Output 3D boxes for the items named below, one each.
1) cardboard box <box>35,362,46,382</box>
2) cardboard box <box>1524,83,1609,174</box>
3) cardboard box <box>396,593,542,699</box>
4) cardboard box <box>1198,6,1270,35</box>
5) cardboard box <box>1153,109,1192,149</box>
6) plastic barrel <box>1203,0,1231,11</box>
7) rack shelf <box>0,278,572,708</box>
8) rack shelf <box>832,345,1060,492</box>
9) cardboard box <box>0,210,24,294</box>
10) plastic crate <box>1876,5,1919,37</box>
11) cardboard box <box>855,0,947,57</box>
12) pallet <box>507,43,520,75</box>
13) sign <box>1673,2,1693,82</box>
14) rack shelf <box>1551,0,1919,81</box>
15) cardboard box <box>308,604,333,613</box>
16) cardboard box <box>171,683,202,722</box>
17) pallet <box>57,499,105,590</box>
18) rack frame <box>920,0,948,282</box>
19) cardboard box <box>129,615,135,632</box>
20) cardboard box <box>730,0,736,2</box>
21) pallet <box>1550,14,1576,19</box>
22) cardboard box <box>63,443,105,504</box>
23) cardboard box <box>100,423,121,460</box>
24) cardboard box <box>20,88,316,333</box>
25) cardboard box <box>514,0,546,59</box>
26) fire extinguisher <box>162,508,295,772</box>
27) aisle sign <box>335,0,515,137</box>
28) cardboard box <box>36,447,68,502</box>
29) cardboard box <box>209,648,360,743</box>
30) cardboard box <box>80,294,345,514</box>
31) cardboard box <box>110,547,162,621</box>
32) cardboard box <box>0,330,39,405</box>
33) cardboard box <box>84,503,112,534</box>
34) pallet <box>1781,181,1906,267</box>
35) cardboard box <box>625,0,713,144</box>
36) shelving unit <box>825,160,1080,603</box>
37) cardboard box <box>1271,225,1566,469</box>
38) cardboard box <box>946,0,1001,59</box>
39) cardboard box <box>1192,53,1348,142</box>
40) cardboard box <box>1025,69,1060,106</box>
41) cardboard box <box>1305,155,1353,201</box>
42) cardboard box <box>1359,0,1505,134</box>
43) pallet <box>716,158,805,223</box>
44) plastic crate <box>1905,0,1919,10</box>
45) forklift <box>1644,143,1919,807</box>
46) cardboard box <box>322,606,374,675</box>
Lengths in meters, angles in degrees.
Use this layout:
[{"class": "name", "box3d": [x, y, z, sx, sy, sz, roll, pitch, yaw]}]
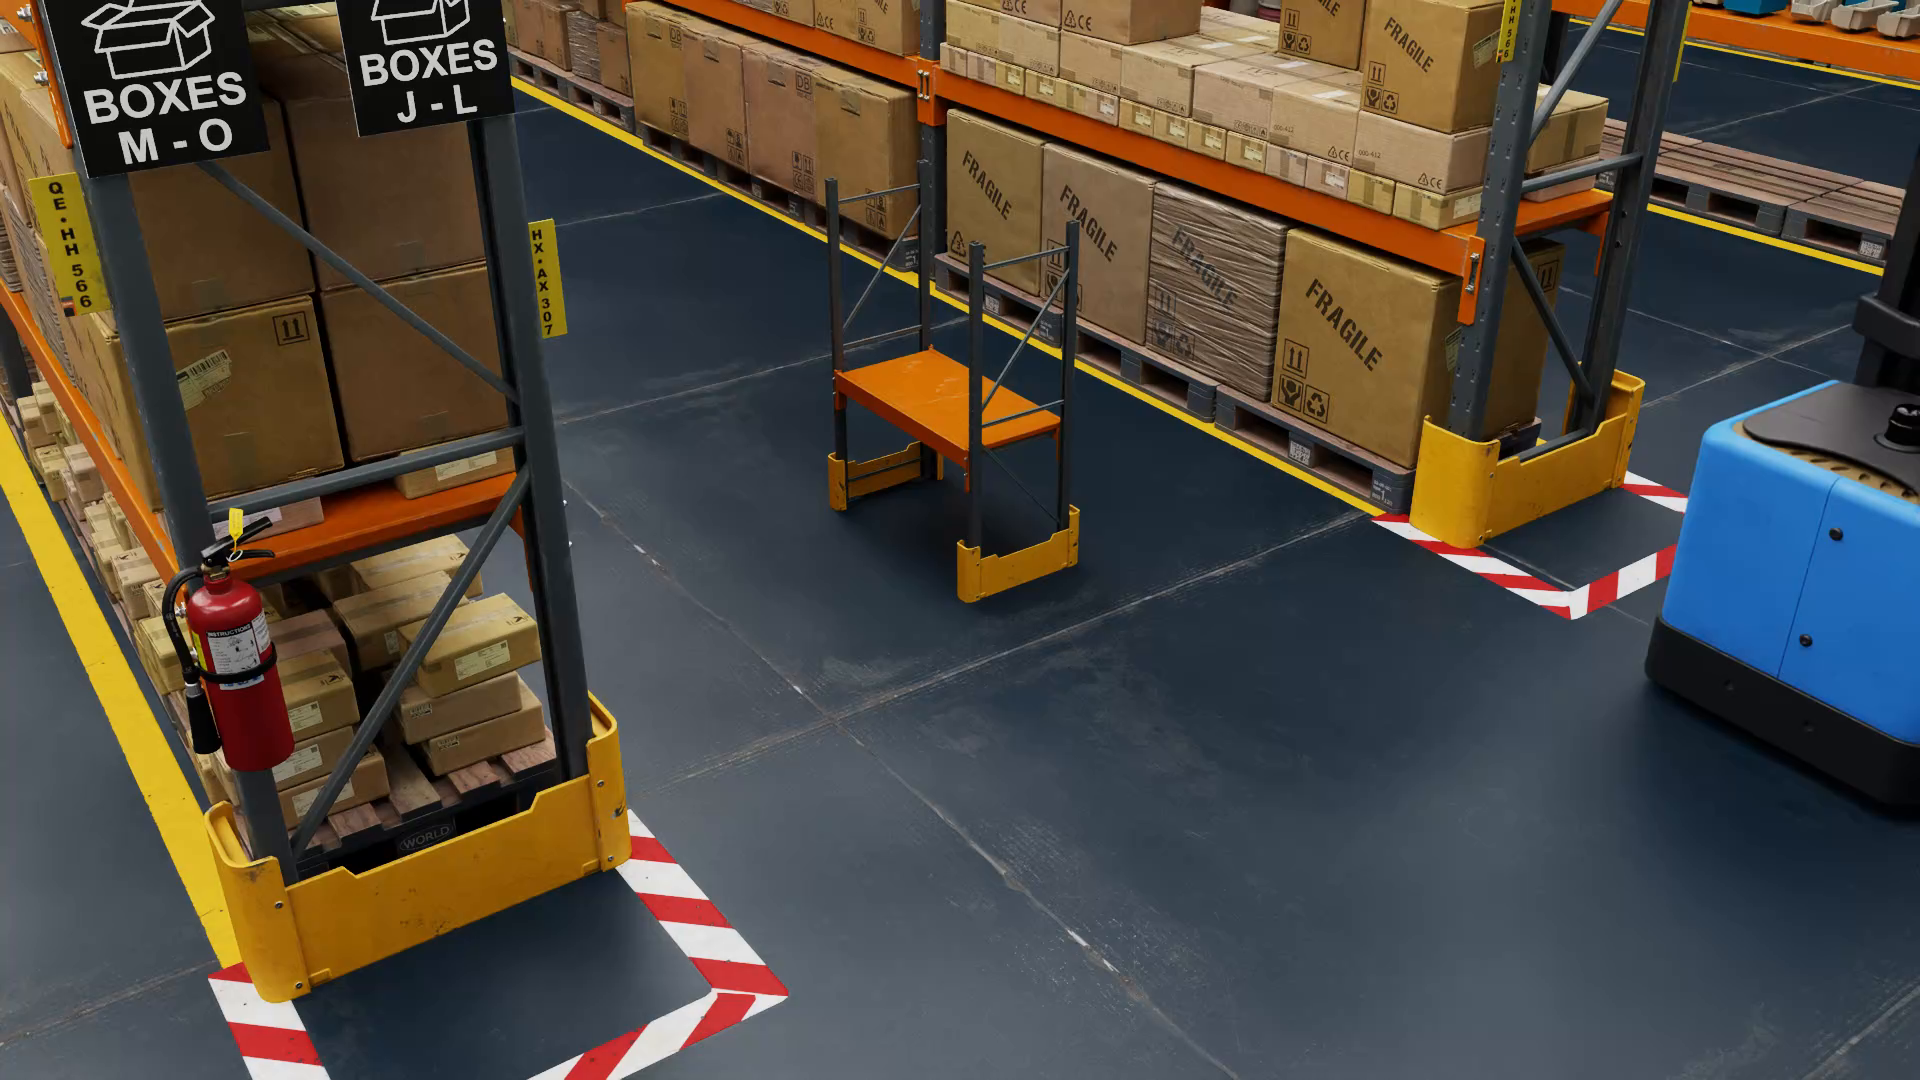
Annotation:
[{"class": "cardboard box", "box3d": [-3.856, -0.727, 7.369, 0.380, 0.149, 0.250, -17, 33, -29]}, {"class": "cardboard box", "box3d": [2.473, -1.830, 7.321, 0.500, 0.250, 0.500, -20, 34, -32]}, {"class": "cardboard box", "box3d": [-1.594, 0.339, 5.406, 0.380, 0.149, 0.250, -21, 35, -33]}, {"class": "cardboard box", "box3d": [1.280, -2.625, 8.787, 0.500, 0.250, 0.500, -18, 33, -30]}, {"class": "cardboard box", "box3d": [1.170, -2.035, 8.117, 0.380, 0.149, 0.250, -18, 33, -30]}, {"class": "plastic barrel", "box3d": [2.223, -5.030, 15.203, 0.600, 0.830, 0.708, -19, 34, -31]}, {"class": "rack shelf", "box3d": [-2.727, -0.631, 6.023, 1.077, 0.370, 4.000, -19, 34, -31]}, {"class": "rack shelf", "box3d": [-0.049, -0.534, 7.039, 0.538, 0.185, 1.000, -19, 34, -31]}, {"class": "cardboard box", "box3d": [-3.250, -1.241, 5.975, 0.500, 0.500, 0.500, -20, 34, -32]}, {"class": "plastic crate", "box3d": [5.789, -3.169, 10.155, 0.396, 0.136, 0.243, -19, 34, -31]}, {"class": "cardboard box", "box3d": [-0.282, -3.209, 9.910, 0.500, 0.500, 0.500, -19, 34, -30]}, {"class": "pallet", "box3d": [-3.976, -4.641, 15.574, 1.003, 0.211, 1.213, -19, 34, -31]}, {"class": "sign", "box3d": [2.987, -2.070, 6.928, 0.100, 0.325, 0.005, -19, 34, -31]}, {"class": "rack shelf", "box3d": [5.406, -3.336, 11.003, 1.077, 0.370, 4.000, -19, 34, -31]}, {"class": "cardboard box", "box3d": [-2.263, 0.230, 6.230, 0.380, 0.149, 0.250, -19, 34, -31]}, {"class": "cardboard box", "box3d": [-2.409, 0.440, 5.532, 0.380, 0.149, 0.250, -20, 35, -33]}, {"class": "pallet", "box3d": [-3.469, -0.248, 7.485, 1.003, 0.211, 1.213, -19, 34, -31]}, {"class": "rack frame", "box3d": [0.211, -3.058, 9.739, 1.000, 3.000, 0.127, -19, 34, -31]}, {"class": "cardboard box", "box3d": [-2.852, 0.267, 6.162, 0.380, 0.149, 0.250, -18, 33, -30]}, {"class": "cardboard box", "box3d": [-1.447, -3.995, 11.358, 0.500, 0.500, 0.500, -19, 34, -31]}, {"class": "pallet", "box3d": [6.365, -5.828, 17.761, 1.003, 0.211, 1.213, -19, 34, -31]}, {"class": "cardboard box", "box3d": [-3.307, -0.302, 6.586, 0.380, 0.149, 0.250, -18, 33, -30]}, {"class": "cardboard box", "box3d": [-2.425, -0.401, 5.108, 0.380, 0.149, 0.250, -18, 33, -29]}, {"class": "cardboard box", "box3d": [-2.035, -0.893, 4.287, 0.500, 0.500, 0.500, -20, 34, -32]}, {"class": "cardboard box", "box3d": [-3.504, -4.611, 14.755, 0.700, 0.500, 0.500, -22, 36, -35]}, {"class": "fire extinguisher", "box3d": [-1.797, 0.254, 4.111, 0.296, 0.674, 0.183, -19, 34, -31]}, {"class": "aisle sign", "box3d": [-1.281, -1.367, 3.900, 0.394, 0.787, 0.004, -19, 34, -31]}, {"class": "cardboard box", "box3d": [-3.784, -0.322, 7.248, 0.380, 0.149, 0.250, -18, 33, -29]}, {"class": "cardboard box", "box3d": [-2.081, 0.502, 5.107, 0.380, 0.149, 0.250, -18, 33, -30]}, {"class": "cardboard box", "box3d": [-2.038, -0.448, 4.515, 0.500, 0.500, 0.500, -18, 33, -30]}, {"class": "cardboard box", "box3d": [-2.733, 0.115, 5.819, 0.380, 0.149, 0.250, -17, 33, -29]}, {"class": "cardboard box", "box3d": [-4.522, -1.029, 8.180, 0.500, 0.500, 0.500, -19, 34, -32]}, {"class": "cardboard box", "box3d": [-3.158, -0.065, 6.461, 0.380, 0.149, 0.250, -19, 34, -31]}, {"class": "pallet", "box3d": [6.119, -1.981, 10.676, 1.003, 0.211, 1.213, -19, 34, -31]}, {"class": "cardboard box", "box3d": [-1.725, -3.590, 12.504, 1.225, 0.875, 0.875, -21, 35, -33]}, {"class": "shelving unit", "box3d": [-0.044, -0.689, 6.947, 0.587, 1.500, 1.083, -19, 34, -31]}, {"class": "cardboard box", "box3d": [2.095, -0.981, 7.699, 0.875, 0.875, 0.875, -19, 34, -31]}, {"class": "cardboard box", "box3d": [0.271, -2.868, 9.234, 0.500, 0.250, 0.500, -19, 34, -32]}, {"class": "cardboard box", "box3d": [1.445, -2.078, 7.779, 0.500, 0.250, 0.500, -20, 34, -32]}, {"class": "cardboard box", "box3d": [0.572, -2.435, 8.854, 0.380, 0.149, 0.250, -20, 34, -32]}, {"class": "cardboard box", "box3d": [1.759, -1.639, 7.389, 0.380, 0.149, 0.250, -19, 34, -31]}, {"class": "cardboard box", "box3d": [2.035, -2.014, 6.876, 0.500, 0.500, 0.500, -18, 33, -30]}, {"class": "pallet", "box3d": [-1.009, -2.587, 11.792, 1.003, 0.211, 1.213, -19, 34, -31]}, {"class": "plastic crate", "box3d": [6.179, -3.383, 10.550, 0.250, 0.136, 0.298, -19, 34, -31]}, {"class": "forklift", "box3d": [4.060, -0.934, 5.899, 3.031, 2.935, 1.130, -18, 33, -29]}, {"class": "cardboard box", "box3d": [-1.989, 0.300, 5.789, 0.380, 0.149, 0.250, -18, 33, -30]}]
